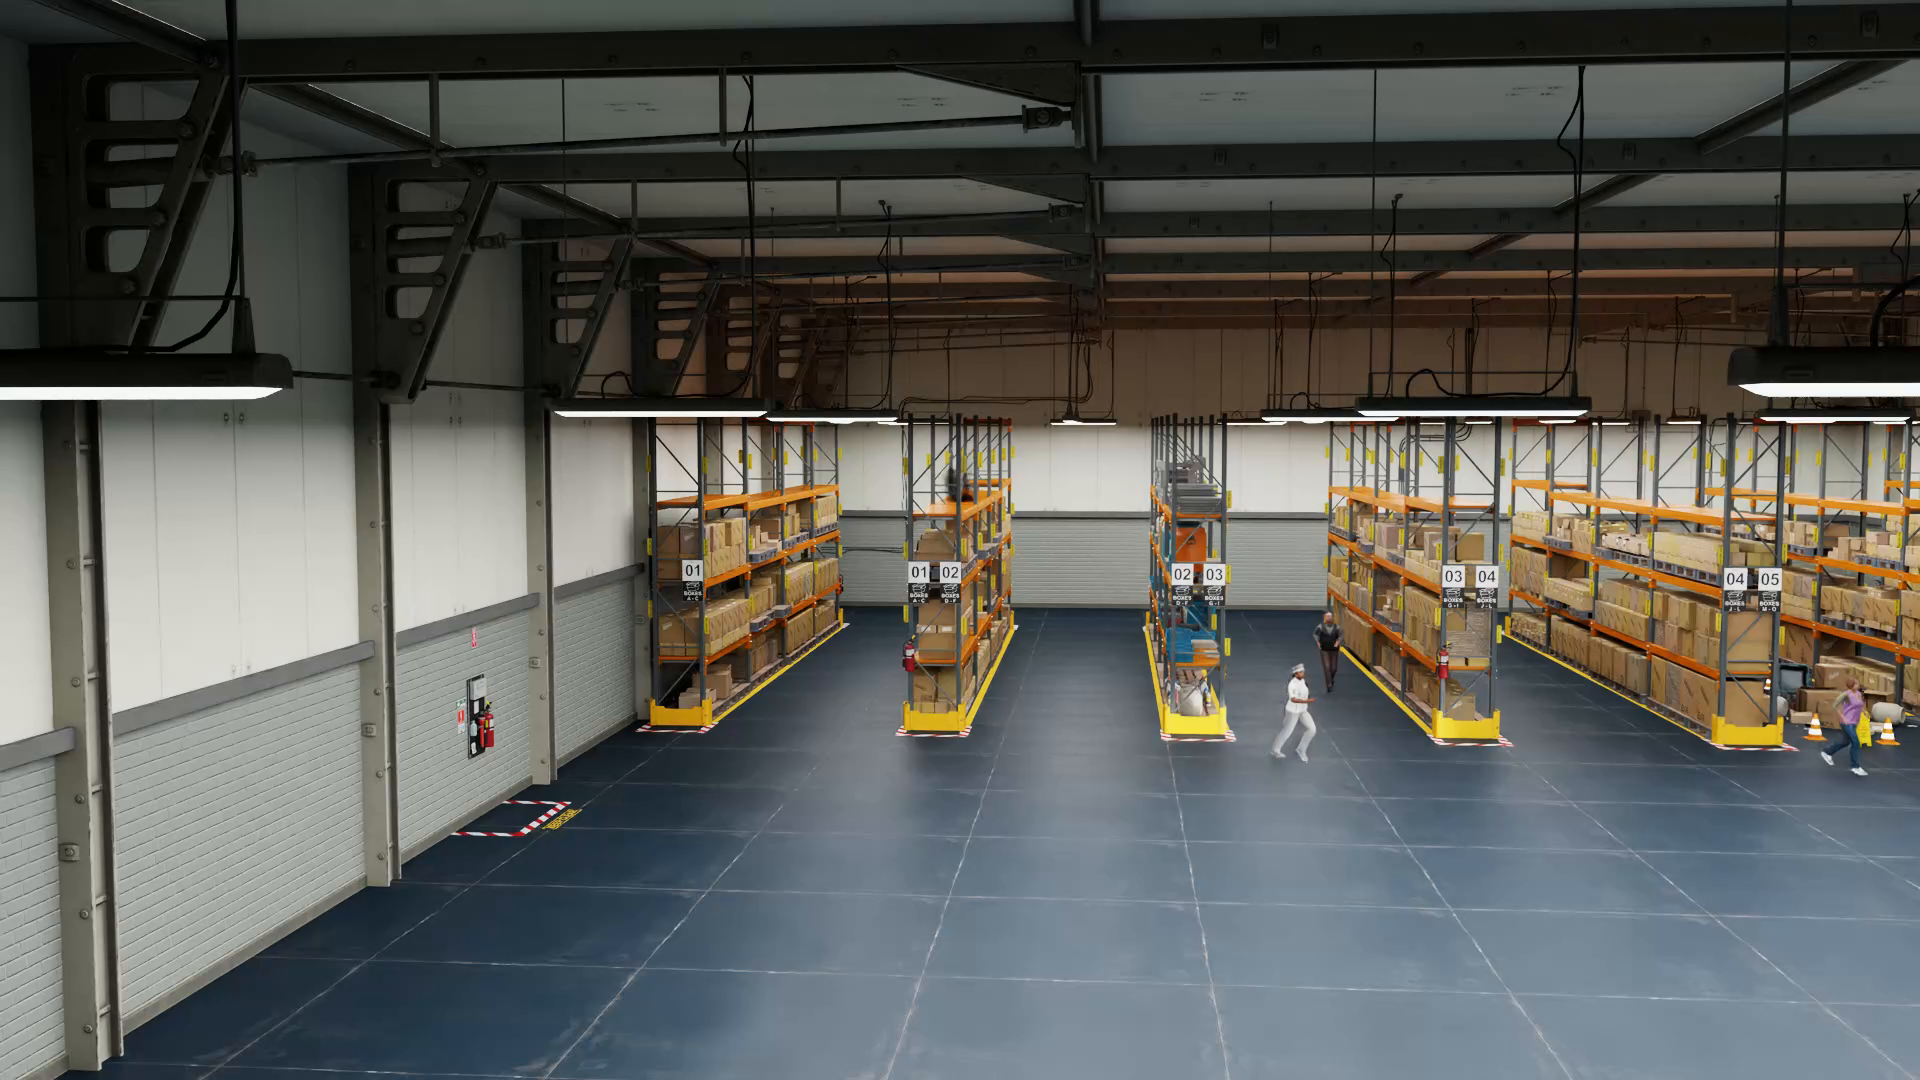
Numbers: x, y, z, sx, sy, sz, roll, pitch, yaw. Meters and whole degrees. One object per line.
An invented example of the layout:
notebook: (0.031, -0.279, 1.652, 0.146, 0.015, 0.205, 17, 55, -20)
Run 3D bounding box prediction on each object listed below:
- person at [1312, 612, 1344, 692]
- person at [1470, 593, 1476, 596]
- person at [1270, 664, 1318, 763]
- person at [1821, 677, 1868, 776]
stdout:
person: (8.028, 2.426, 36.234, 0.671, 1.707, 0.796, 0, 4, 4)
person: (14.260, 1.732, 46.572, 0.641, 1.770, 0.775, -2, 5, -32)
person: (5.780, 2.957, 28.545, 0.863, 1.709, 0.584, 4, 5, 44)
person: (14.714, 3.160, 27.611, 0.536, 1.387, 0.819, -3, 5, -35)
